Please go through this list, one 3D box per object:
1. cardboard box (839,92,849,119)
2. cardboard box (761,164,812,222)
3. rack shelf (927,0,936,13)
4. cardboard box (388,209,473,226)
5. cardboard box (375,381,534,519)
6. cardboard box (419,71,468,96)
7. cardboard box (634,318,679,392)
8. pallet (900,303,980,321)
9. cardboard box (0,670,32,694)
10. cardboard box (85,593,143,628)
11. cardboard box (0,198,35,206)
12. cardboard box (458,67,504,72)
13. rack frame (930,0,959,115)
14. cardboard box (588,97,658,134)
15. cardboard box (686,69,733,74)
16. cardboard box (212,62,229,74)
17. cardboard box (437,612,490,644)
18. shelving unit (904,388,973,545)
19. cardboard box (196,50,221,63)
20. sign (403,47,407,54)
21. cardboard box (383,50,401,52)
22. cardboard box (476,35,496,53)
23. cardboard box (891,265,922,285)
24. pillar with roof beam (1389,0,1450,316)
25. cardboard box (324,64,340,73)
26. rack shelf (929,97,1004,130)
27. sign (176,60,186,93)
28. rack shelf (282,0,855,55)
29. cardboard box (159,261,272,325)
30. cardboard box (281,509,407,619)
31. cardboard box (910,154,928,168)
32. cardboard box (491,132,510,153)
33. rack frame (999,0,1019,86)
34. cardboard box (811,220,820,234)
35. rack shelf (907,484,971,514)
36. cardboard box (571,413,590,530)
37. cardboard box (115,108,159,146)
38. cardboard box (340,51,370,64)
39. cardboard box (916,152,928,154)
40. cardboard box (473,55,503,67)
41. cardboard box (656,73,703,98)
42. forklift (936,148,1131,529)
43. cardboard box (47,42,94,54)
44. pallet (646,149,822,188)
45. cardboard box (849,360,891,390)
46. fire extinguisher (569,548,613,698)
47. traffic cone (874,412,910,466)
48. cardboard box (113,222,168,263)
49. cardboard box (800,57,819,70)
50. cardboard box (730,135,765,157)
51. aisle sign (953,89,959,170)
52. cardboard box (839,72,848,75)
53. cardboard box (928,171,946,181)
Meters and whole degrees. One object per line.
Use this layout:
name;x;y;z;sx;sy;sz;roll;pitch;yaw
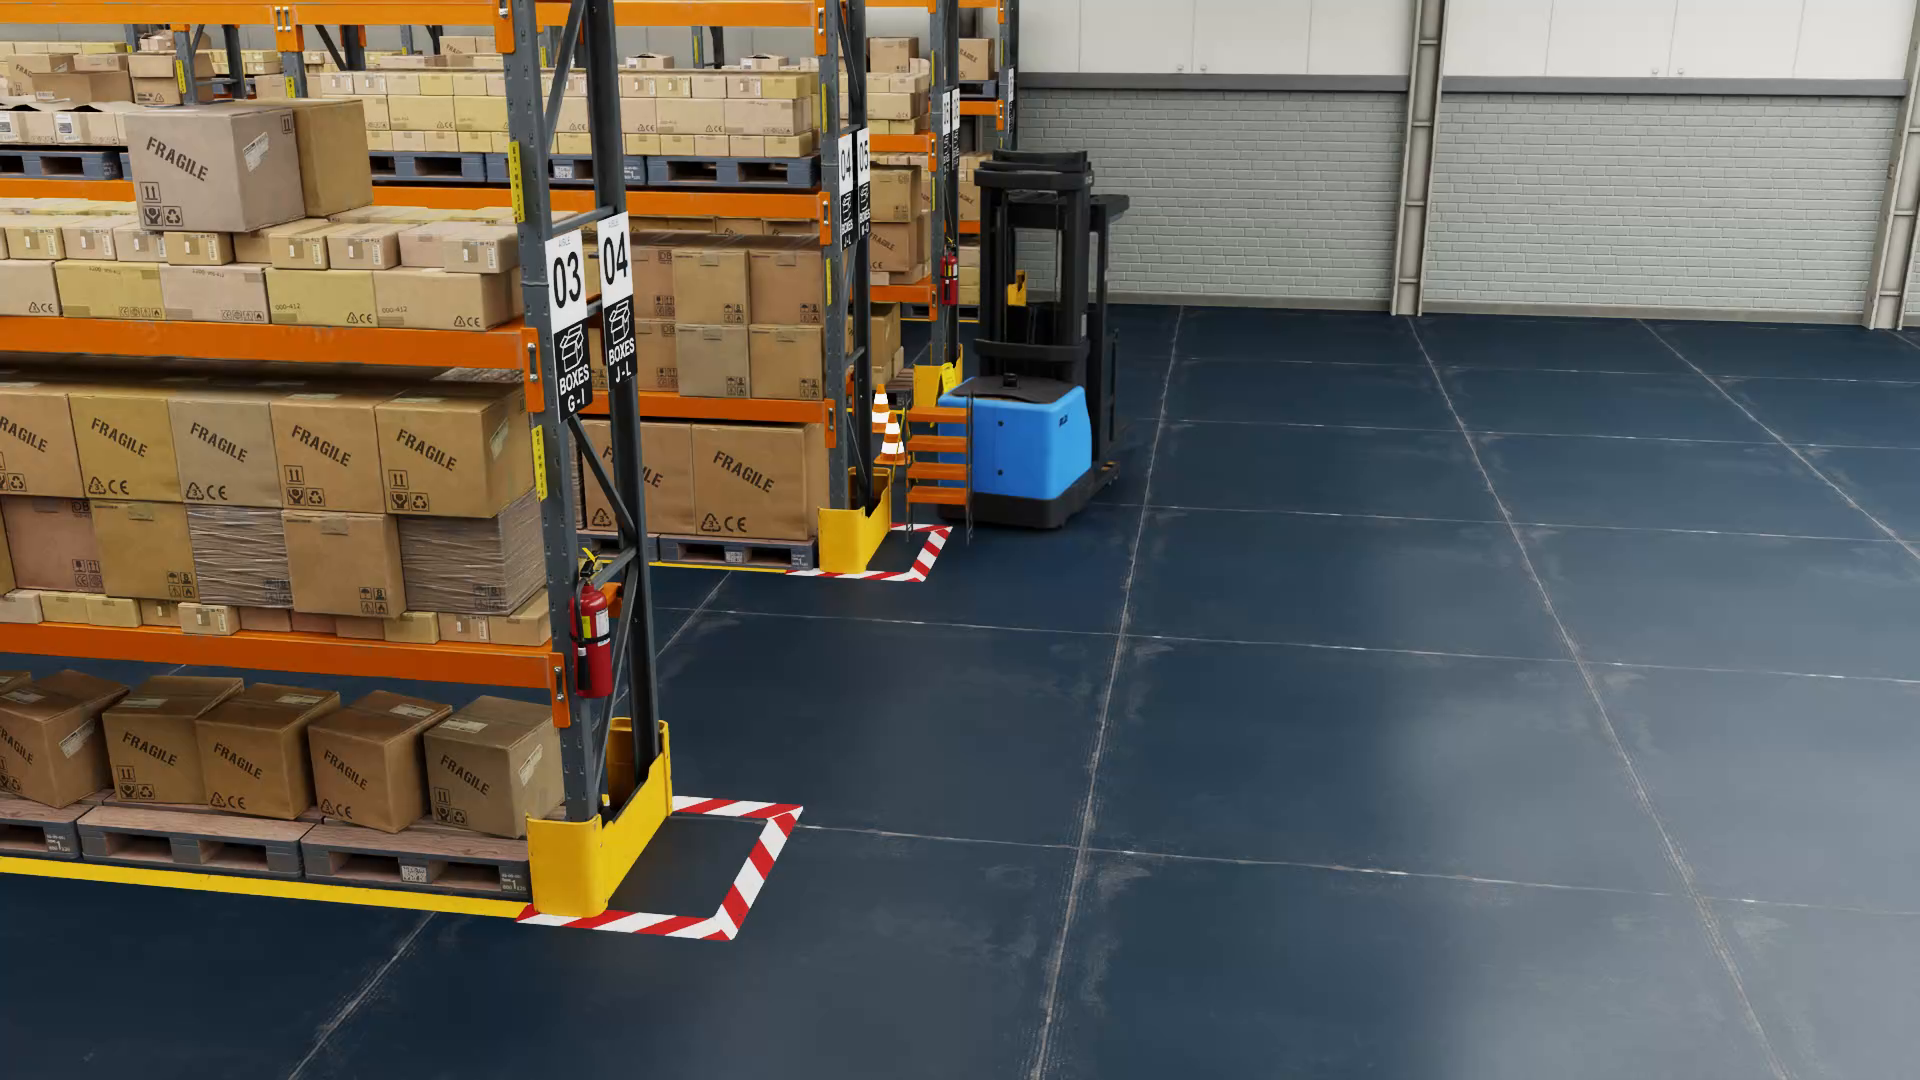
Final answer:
cardboard box;-1.195;-4.375;16.692;0.500;0.250;0.500;3;19;8
cardboard box;-1.710;-3.553;16.991;0.500;0.500;0.700;3;19;8
rack shelf;-2.127;-5.514;16.741;4.000;0.370;1.077;3;19;9
cardboard box;-2.469;-1.451;7.793;0.250;0.149;0.380;3;19;8
cardboard box;-2.306;-0.420;7.628;0.500;0.500;0.500;3;19;9
cardboard box;-3.729;-3.322;12.097;0.250;0.149;0.380;3;19;8
cardboard box;-2.291;-1.519;12.881;0.550;0.550;0.875;3;19;9
pallet;-0.130;-3.170;22.443;1.213;0.211;1.003;3;19;9
cardboard box;-5.285;1.011;8.832;0.500;0.500;0.500;2;19;7
cardboard box;-4.026;0.287;8.113;0.250;0.149;0.380;3;19;9
cardboard box;-4.796;-1.595;8.224;0.250;0.149;0.380;2;19;6
cardboard box;-3.631;-3.528;12.713;0.250;0.149;0.380;3;19;10
rack frame;-0.152;-5.756;16.325;0.127;3.000;1.000;3;19;9
cardboard box;-2.354;-3.083;12.010;0.500;0.250;0.500;3;19;8
cardboard box;-1.866;-3.439;12.446;0.250;0.149;0.380;3;19;9
cardboard box;-9.976;-6.430;22.643;0.250;0.149;0.380;3;19;8
cardboard box;-2.285;0.350;7.926;0.250;0.149;0.380;3;19;9
shelving unit;-0.163;-0.577;13.138;0.503;1.200;0.258;3;19;9
cardboard box;-10.215;-6.587;22.643;0.250;0.149;0.380;3;19;8
sign;-7.355;-6.367;22.063;0.005;0.325;0.100;3;19;9
cardboard box;-7.833;-6.678;22.946;0.250;0.149;0.380;3;19;9
cardboard box;-6.077;-6.479;22.235;0.500;0.500;0.700;3;19;8
cardboard box;-0.555;-2.744;17.173;0.250;0.149;0.380;4;19;10
pillar with roof beam;5.328;-5.978;16.989;0.400;9.000;9.100;3;19;9
cardboard box;-8.416;-6.391;22.558;0.250;0.149;0.380;3;19;9
rack shelf;-1.343;-5.649;21.864;4.000;0.370;1.077;3;19;9
sign;-8.147;-4.846;17.391;0.005;0.325;0.100;3;19;9
rack shelf;-2.812;-3.770;12.154;4.000;0.370;1.077;3;19;9
cardboard box;-3.238;-1.155;7.538;0.500;0.250;0.500;3;19;10
cardboard box;-2.776;-0.019;8.006;0.500;0.500;0.875;3;19;9
cardboard box;-0.501;-4.958;21.745;0.250;0.149;0.380;3;19;9
cardboard box;-3.224;-2.918;12.147;0.250;0.149;0.380;3;19;9
rack frame;0.631;-7.312;20.973;0.127;3.000;1.000;3;19;9
cardboard box;-1.225;-3.068;17.117;0.500;0.500;0.500;3;19;9
rack shelf;-0.163;-0.325;13.222;0.480;0.148;0.258;3;19;9
cardboard box;-3.286;-0.651;13.207;0.875;0.875;0.875;3;19;9
cardboard box;-6.041;-3.148;12.674;0.500;0.250;0.500;3;19;8
cardboard box;-8.167;-6.519;22.472;0.250;0.149;0.380;2;19;7
cardboard box;-0.424;-5.096;22.158;0.250;0.149;0.380;3;19;9
cardboard box;-4.694;-4.890;17.248;0.500;0.250;0.500;3;19;10
cardboard box;-1.979;-3.233;11.830;0.250;0.149;0.380;3;19;10
forklift;0.799;-1.911;14.396;1.130;2.935;3.031;7;20;19
cardboard box;-12.256;-6.773;23.070;0.500;0.250;0.500;3;19;8
pallet;-1.572;-2.770;12.267;1.213;0.211;1.003;3;19;9
cardboard box;-1.017;-1.764;17.520;0.500;0.250;0.500;3;19;8
fire extinguisher;-1.684;0.380;7.562;0.183;0.674;0.296;3;19;9
traffic cone;-0.622;-0.961;15.446;0.334;0.463;0.336;3;19;9
cardboard box;-3.594;-1.359;7.519;0.250;0.149;0.380;2;19;6
cardboard box;-1.901;-6.103;21.482;0.258;0.266;0.396;2;19;7
cardboard box;-1.468;-2.829;11.880;0.250;0.149;0.380;3;19;9
aisle sign;-0.042;-4.238;17.145;0.004;0.787;0.394;3;19;9
cardboard box;-1.195;-4.750;17.185;0.250;0.149;0.380;3;19;8
cardboard box;-0.259;-4.787;21.703;0.250;0.149;0.380;3;19;10
